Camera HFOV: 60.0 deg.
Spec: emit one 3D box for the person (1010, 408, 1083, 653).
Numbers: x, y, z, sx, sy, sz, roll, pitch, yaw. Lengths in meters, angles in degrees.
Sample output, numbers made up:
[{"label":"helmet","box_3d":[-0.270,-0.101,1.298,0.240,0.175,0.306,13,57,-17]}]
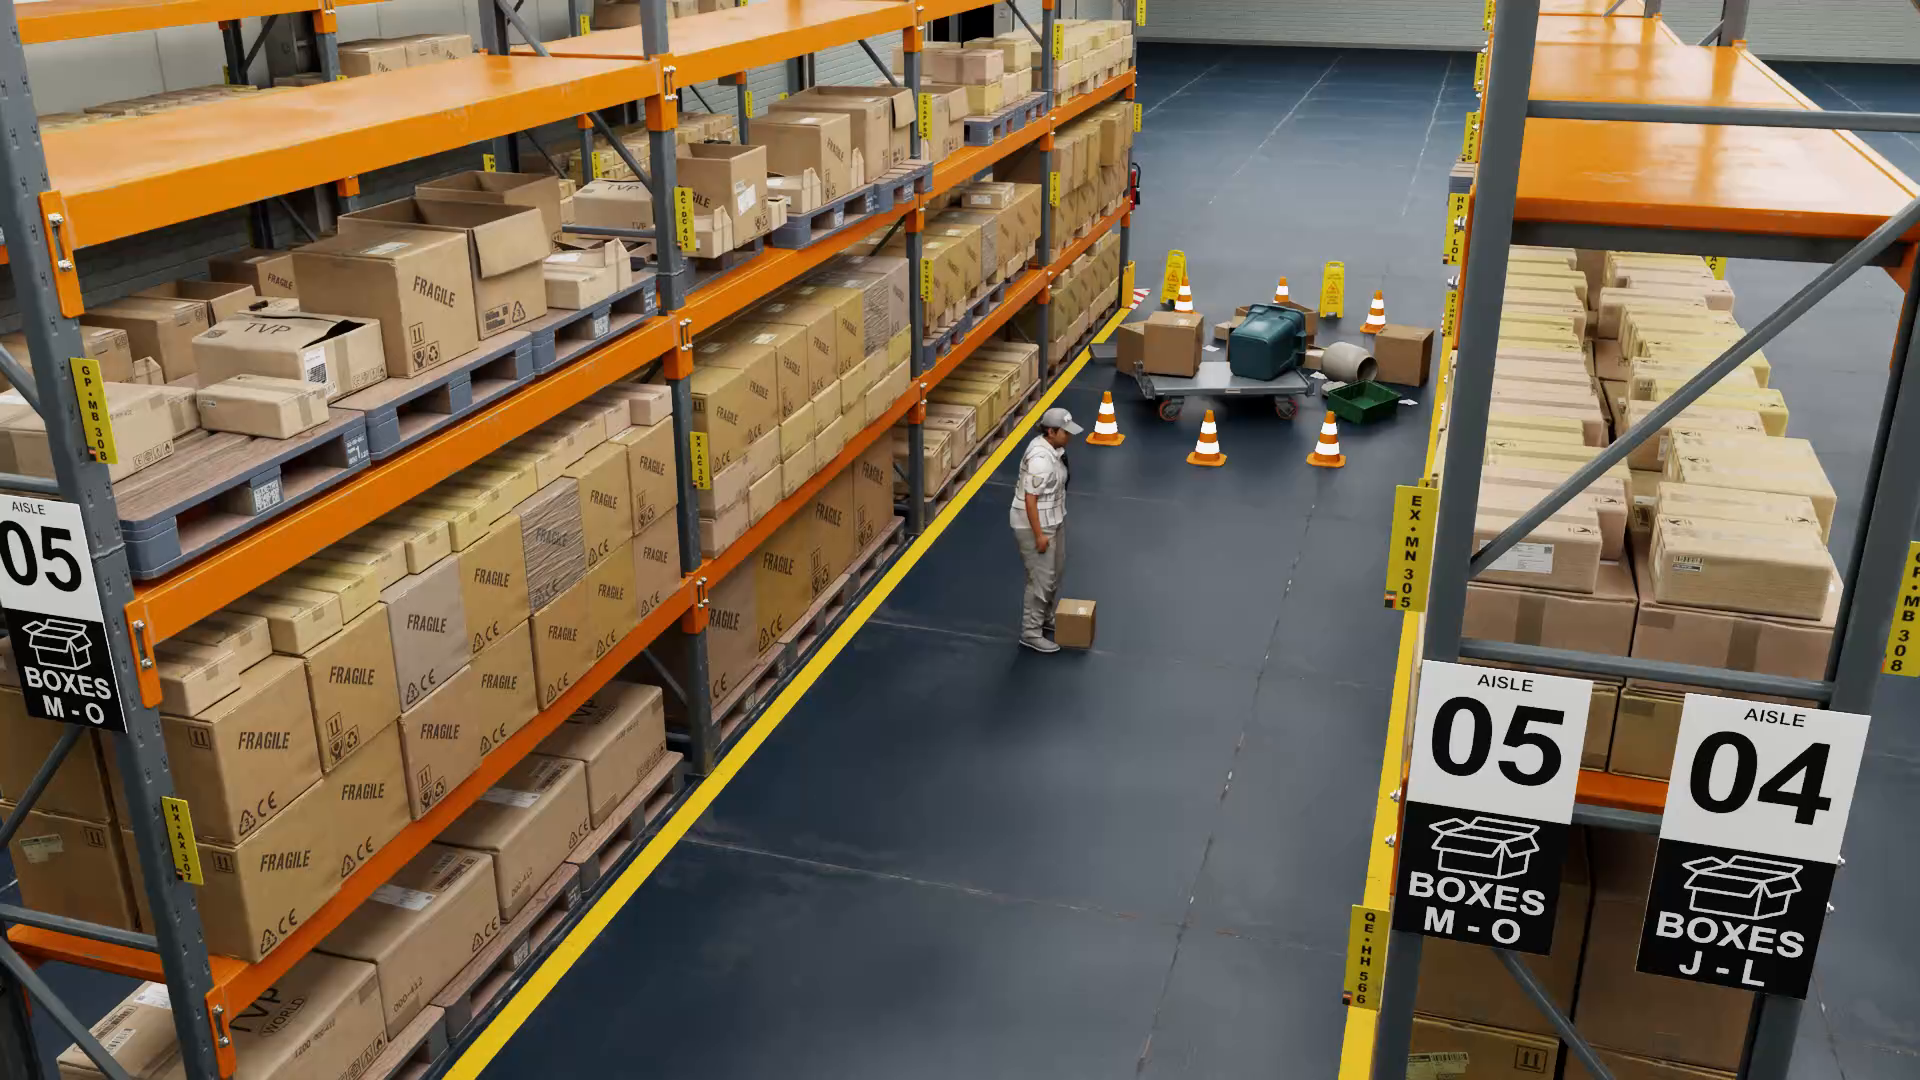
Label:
[{"label":"person","box_3d":[0.586,-0.099,11.324,0.465,1.666,0.538,7,23,16]}]
